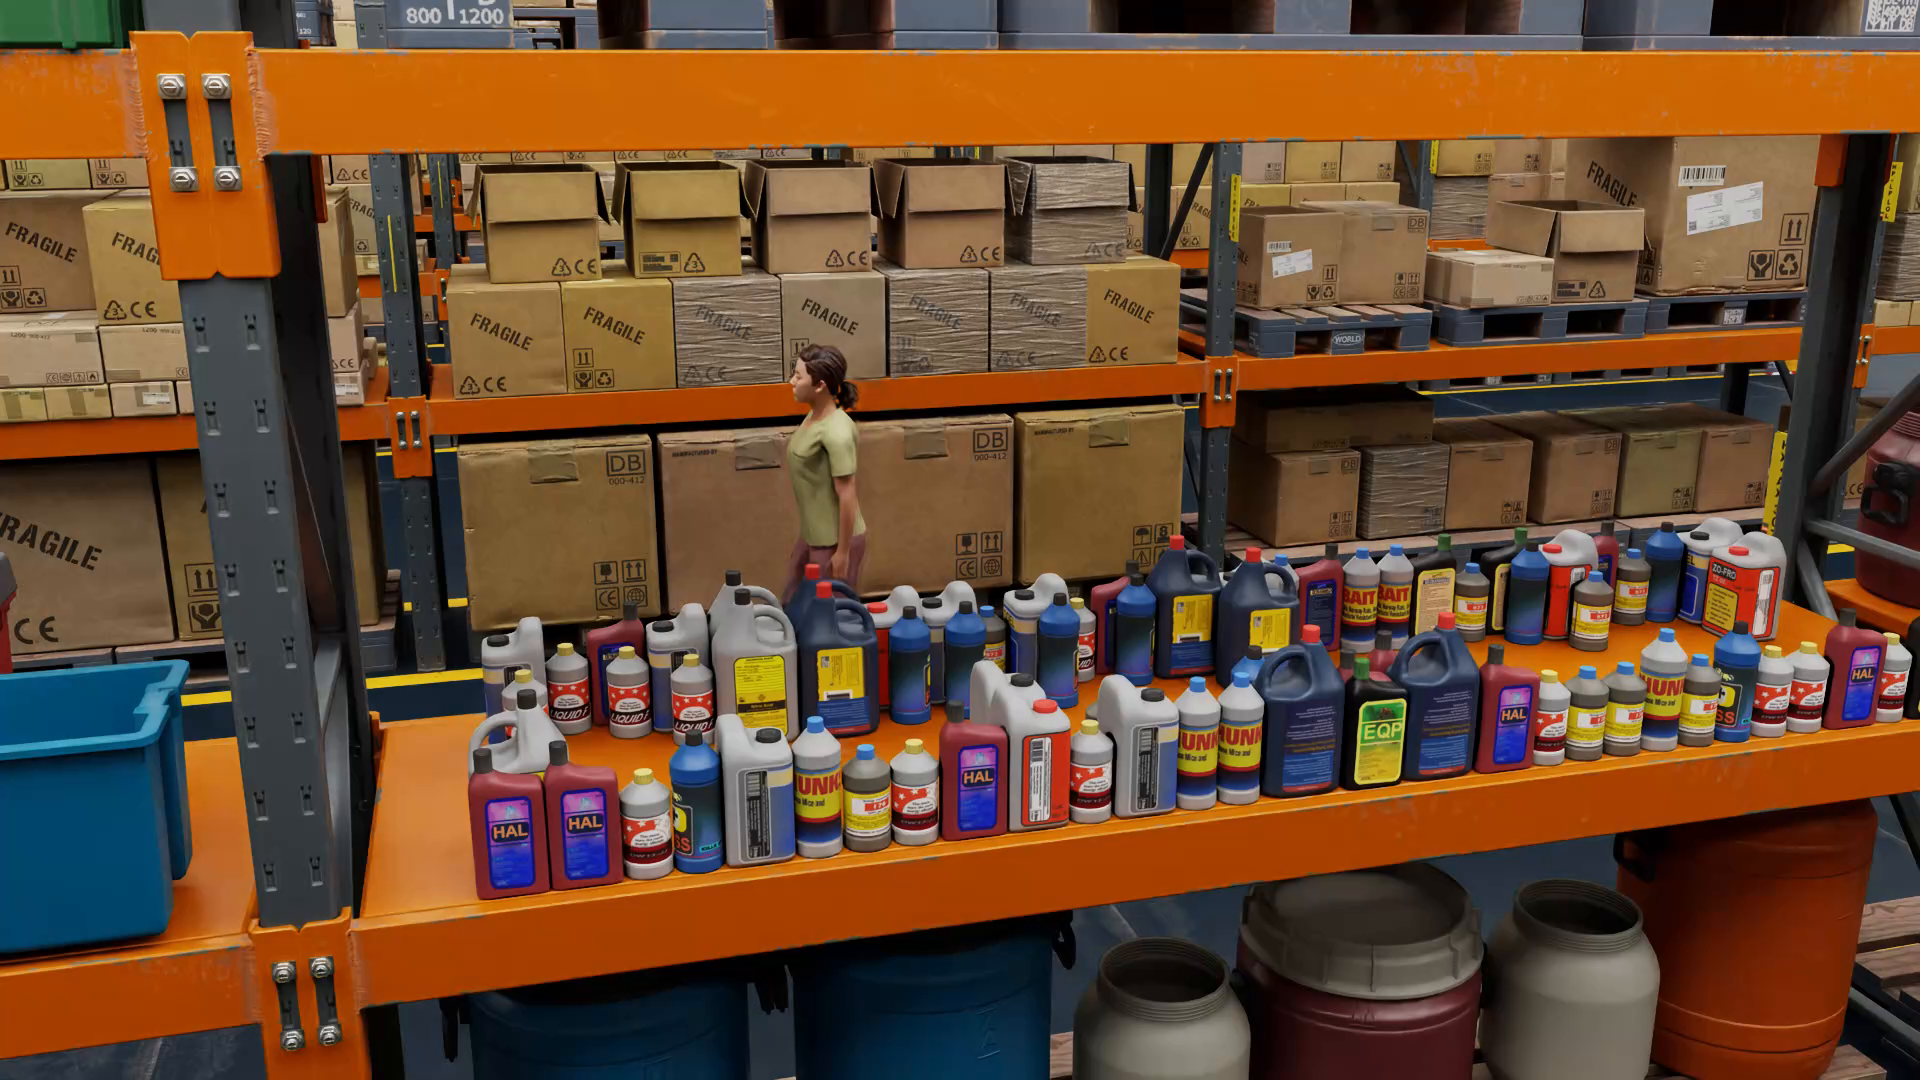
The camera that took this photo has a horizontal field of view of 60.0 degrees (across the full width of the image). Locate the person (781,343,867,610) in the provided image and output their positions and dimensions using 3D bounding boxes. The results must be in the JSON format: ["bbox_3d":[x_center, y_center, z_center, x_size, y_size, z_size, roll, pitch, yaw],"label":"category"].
[{"bbox_3d":[-0.475,-0.001,6.965,0.527,1.664,0.460,-4,17,-15],"label":"person"}]
